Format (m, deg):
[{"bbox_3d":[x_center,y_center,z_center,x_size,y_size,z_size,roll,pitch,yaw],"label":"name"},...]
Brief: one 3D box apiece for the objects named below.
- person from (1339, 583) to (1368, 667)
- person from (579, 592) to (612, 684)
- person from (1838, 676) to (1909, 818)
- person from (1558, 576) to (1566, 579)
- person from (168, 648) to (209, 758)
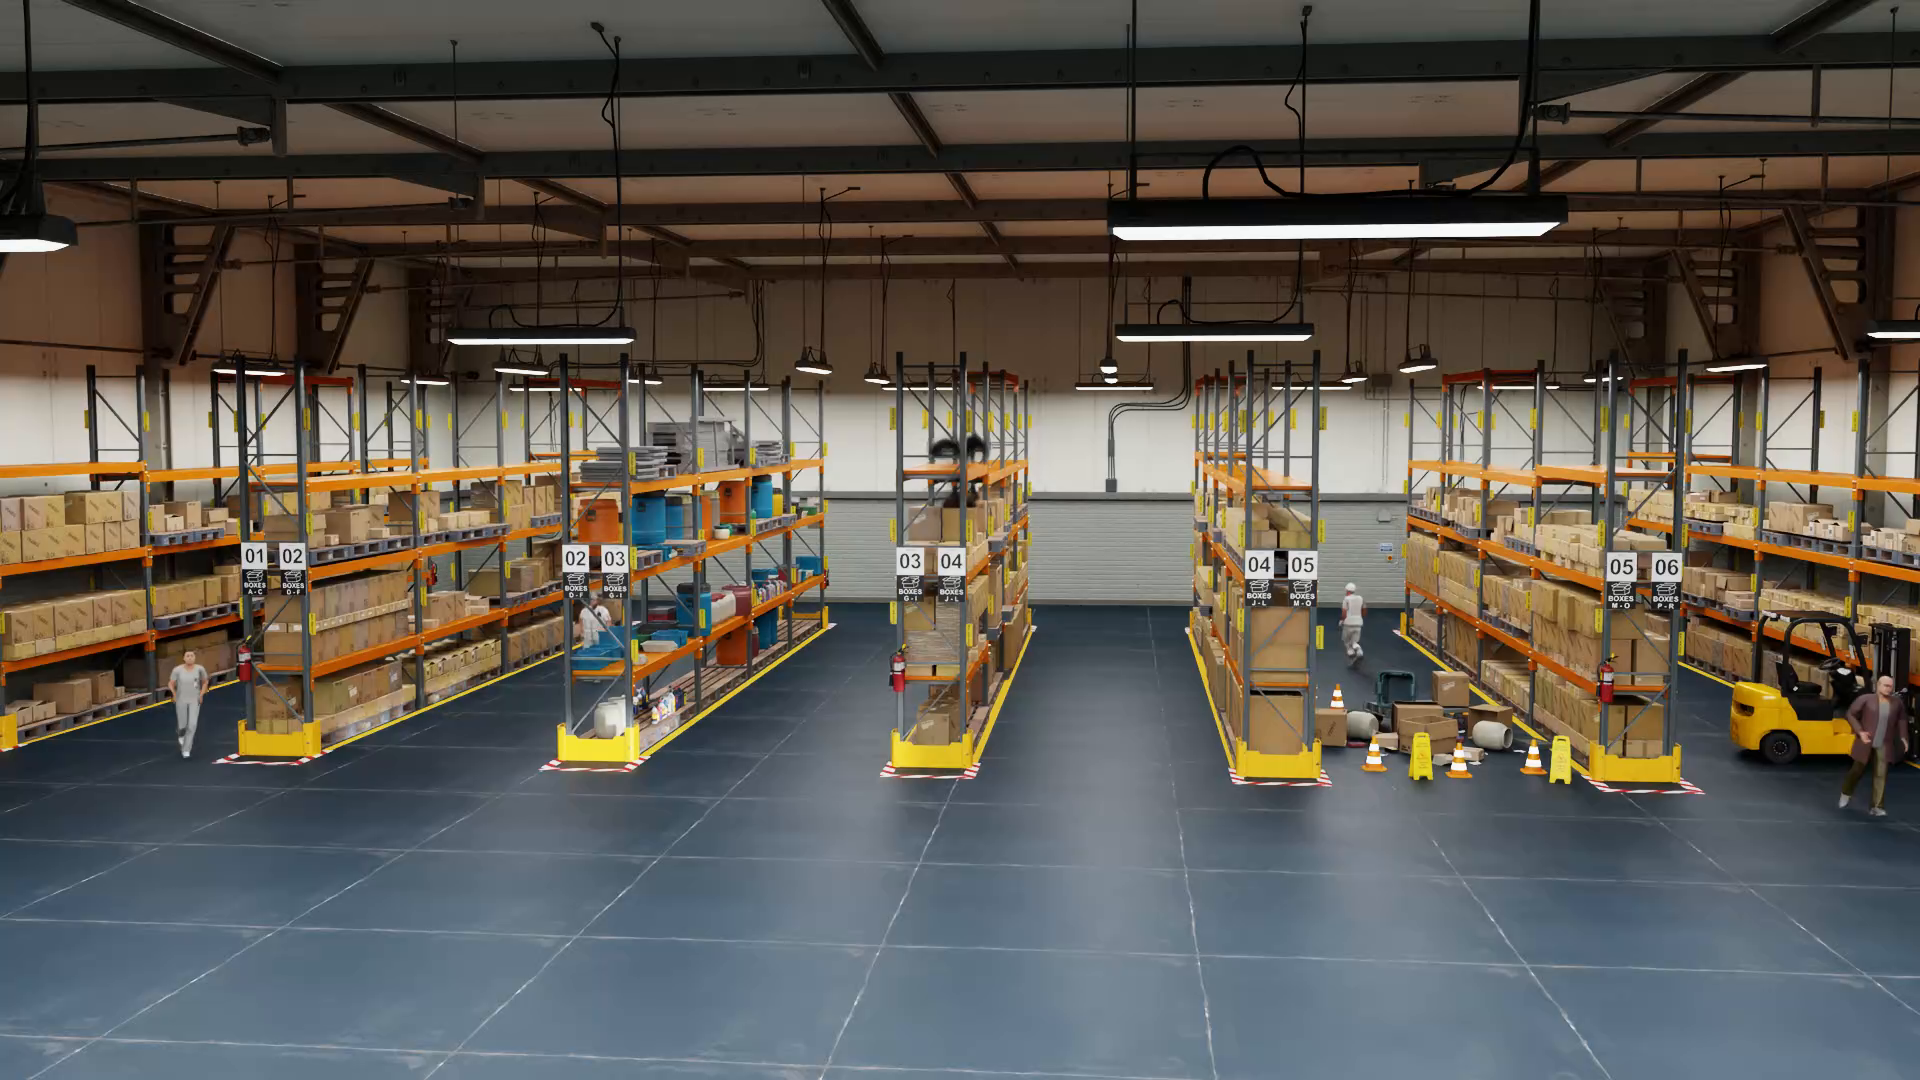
[{"bbox_3d":[8.027,1.746,33.728,0.637,1.736,0.680,-1,4,-16],"label":"person"},{"bbox_3d":[-6.995,1.878,31.771,0.669,1.776,0.668,0,4,1],"label":"person"},{"bbox_3d":[11.590,2.593,20.995,0.748,1.772,1.070,1,4,14],"label":"person"},{"bbox_3d":[13.462,1.559,36.914,0.528,1.631,0.920,-2,5,-25],"label":"person"},{"bbox_3d":[-11.610,2.423,25.040,0.551,1.626,0.695,-2,5,-28],"label":"person"}]
